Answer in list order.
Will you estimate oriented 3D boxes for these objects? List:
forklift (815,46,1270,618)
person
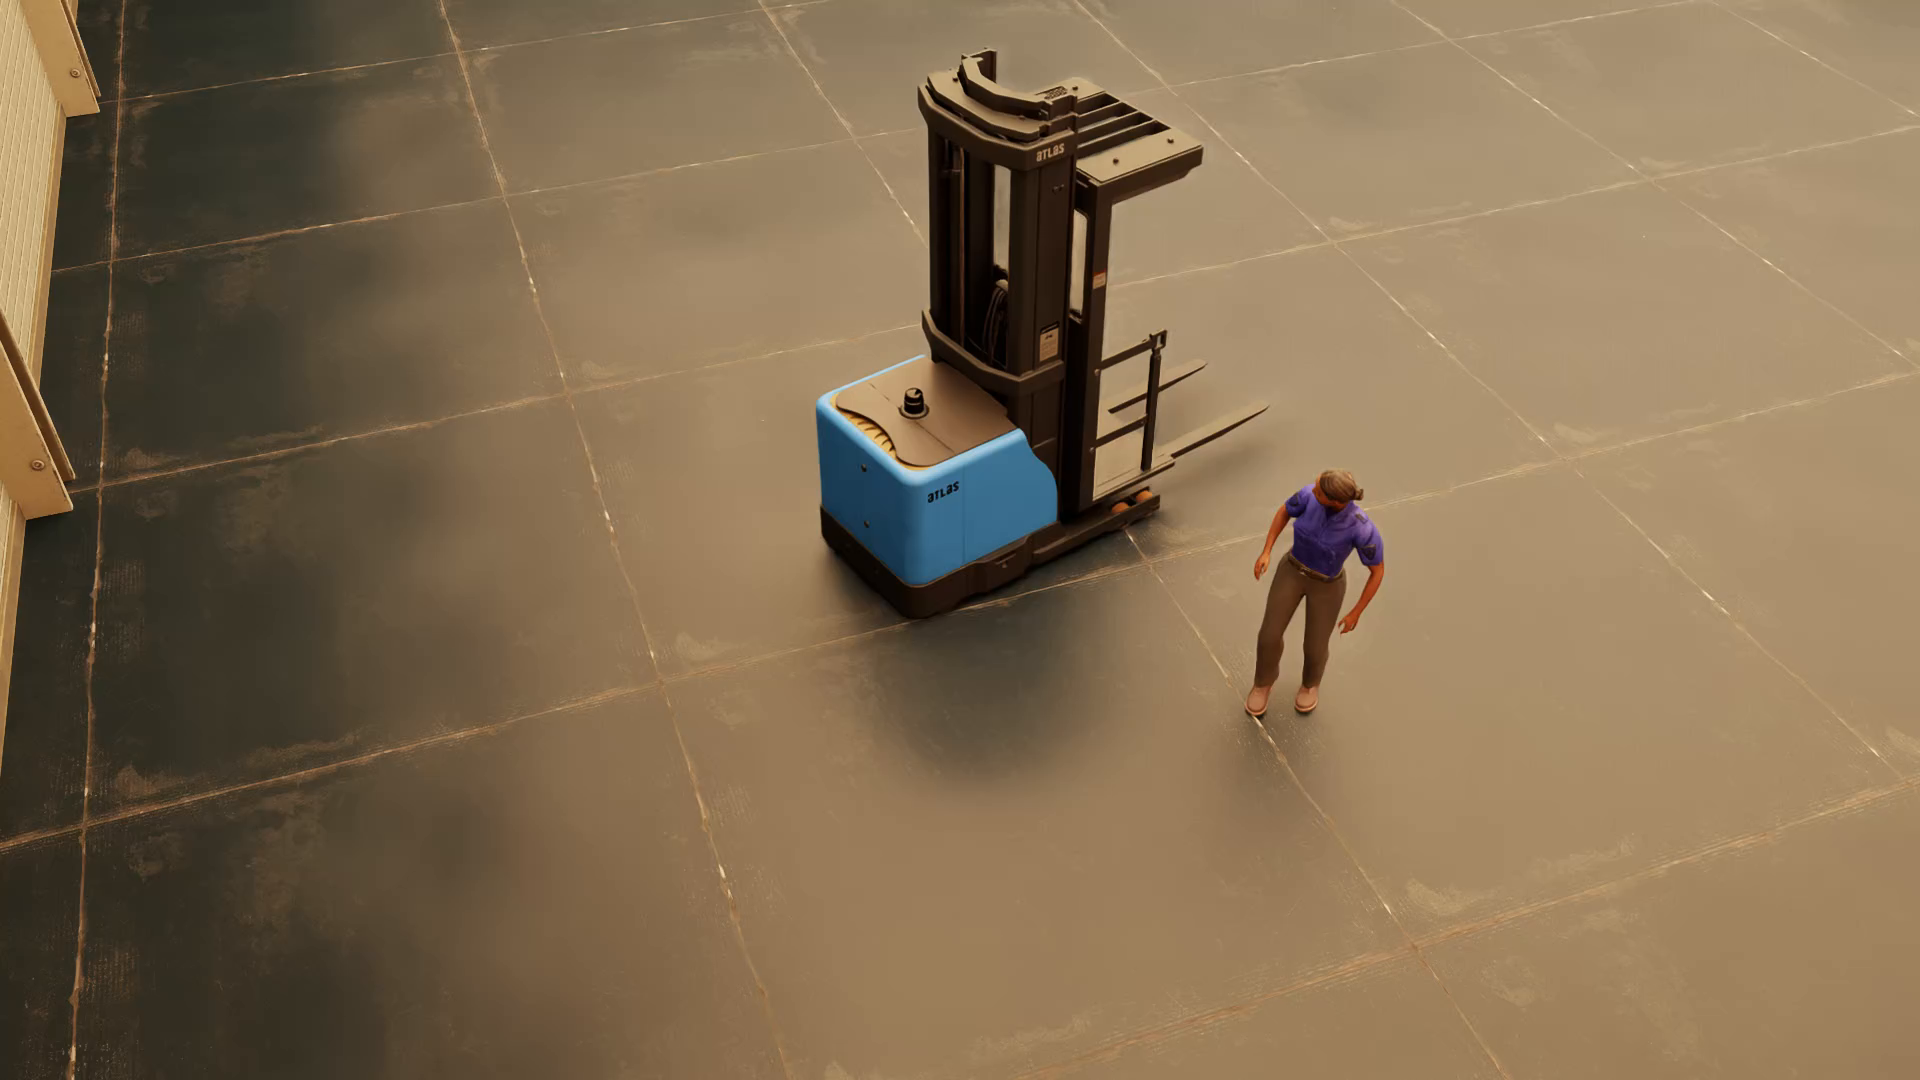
[{"bbox_3d":[0.637,-1.439,9.710,3.031,2.935,1.130,-25,46,-27],"label":"forklift"},{"bbox_3d":[1.843,0.274,8.687,0.648,1.634,0.466,23,45,25],"label":"person"}]
